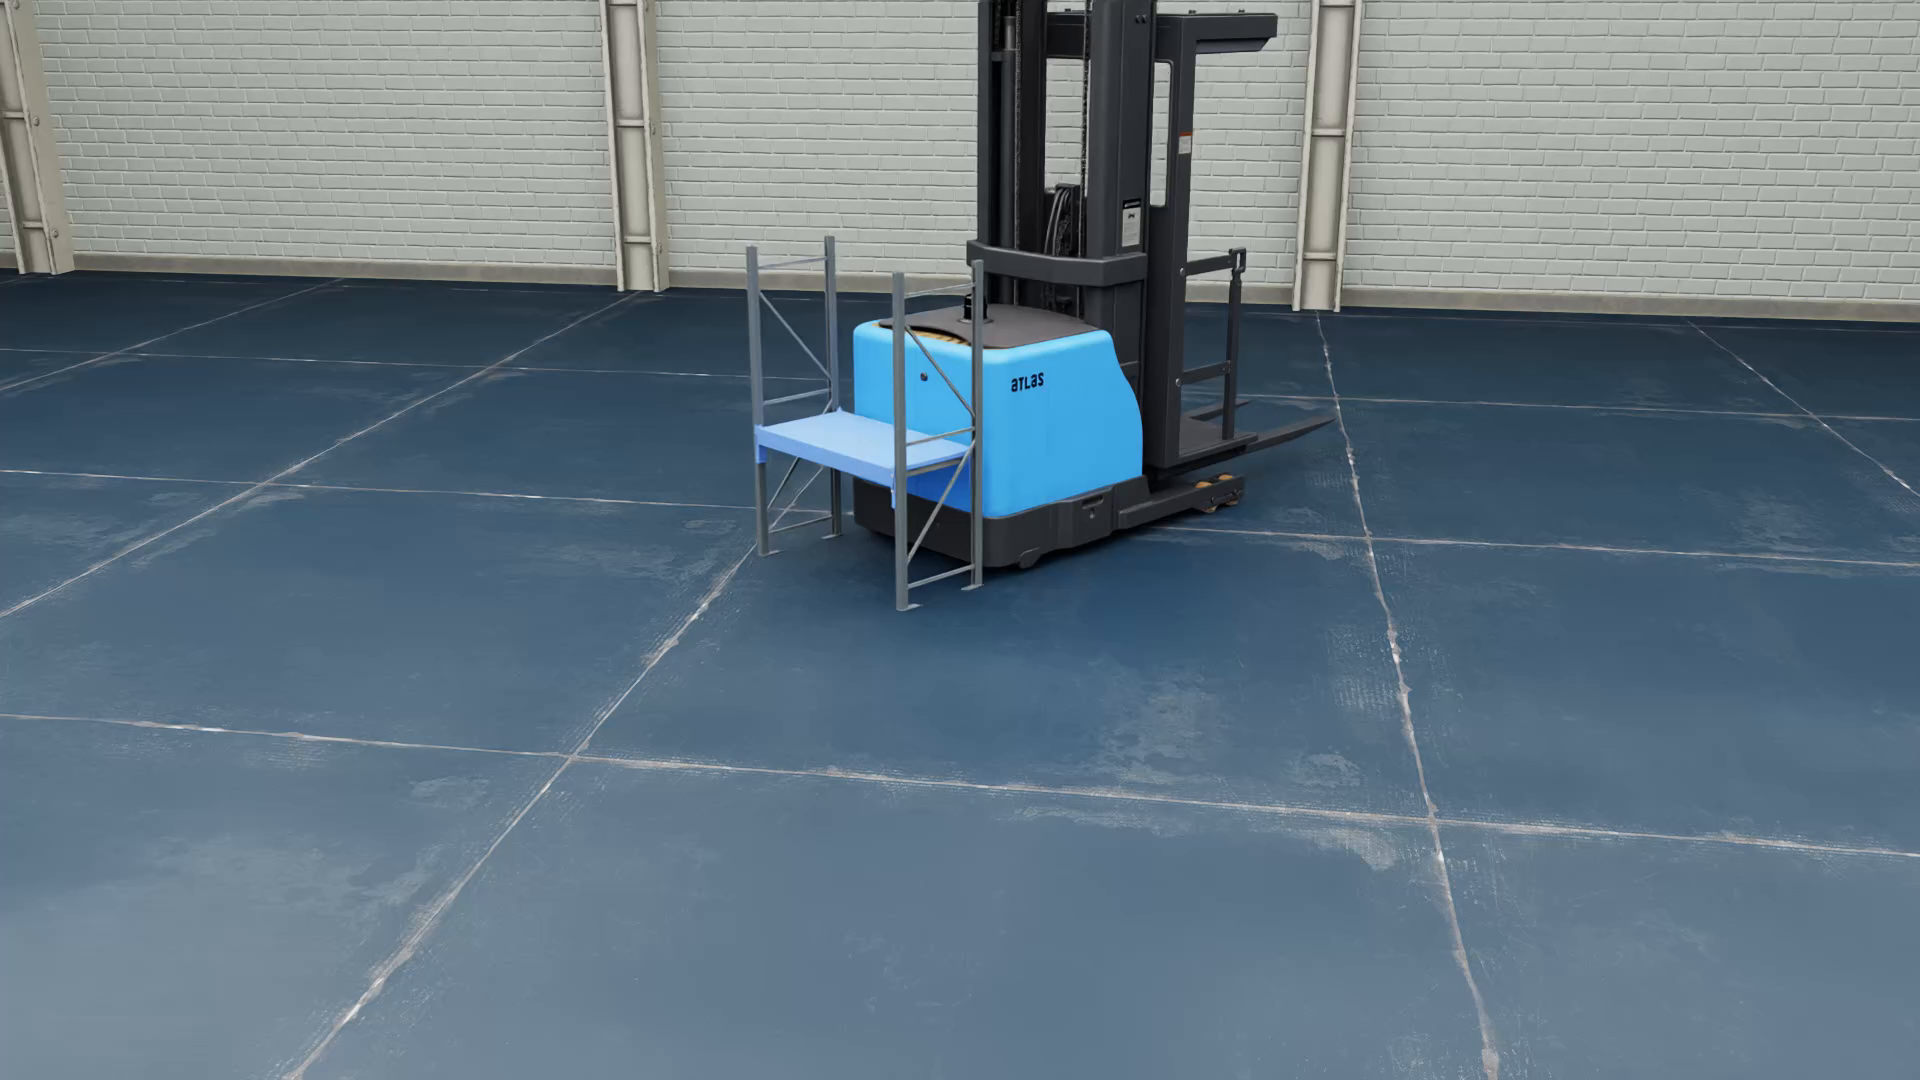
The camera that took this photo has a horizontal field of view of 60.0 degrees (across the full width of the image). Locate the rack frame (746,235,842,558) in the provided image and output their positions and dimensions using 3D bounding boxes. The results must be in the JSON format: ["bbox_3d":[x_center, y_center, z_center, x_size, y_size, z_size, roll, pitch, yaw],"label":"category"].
[{"bbox_3d":[-0.787,-0.682,7.979,0.500,1.500,0.032,-17,25,-40],"label":"rack frame"}]

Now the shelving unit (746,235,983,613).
[{"bbox_3d":[-0.438,-0.565,7.627,0.538,1.500,1.048,-17,25,-40],"label":"shelving unit"}]

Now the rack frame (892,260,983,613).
[{"bbox_3d":[-0.090,-0.447,7.276,0.500,1.500,0.032,-17,25,-40],"label":"rack frame"}]

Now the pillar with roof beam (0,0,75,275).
[{"bbox_3d":[-9.484,-5.512,10.594,0.400,9.000,9.100,3,19,9],"label":"pillar with roof beam"}]

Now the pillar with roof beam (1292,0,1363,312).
[{"bbox_3d":[2.364,-4.908,8.789,0.400,9.000,9.100,3,19,9],"label":"pillar with roof beam"}]

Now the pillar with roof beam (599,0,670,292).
[{"bbox_3d":[-3.560,-5.210,9.692,0.400,9.000,9.100,3,19,9],"label":"pillar with roof beam"}]

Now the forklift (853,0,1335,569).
[{"bbox_3d":[0.876,-1.633,8.566,3.031,2.935,1.130,-17,25,-41],"label":"forklift"}]

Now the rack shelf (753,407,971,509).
[{"bbox_3d":[-0.438,-0.394,7.684,0.538,0.185,1.000,-17,25,-40],"label":"rack shelf"}]
